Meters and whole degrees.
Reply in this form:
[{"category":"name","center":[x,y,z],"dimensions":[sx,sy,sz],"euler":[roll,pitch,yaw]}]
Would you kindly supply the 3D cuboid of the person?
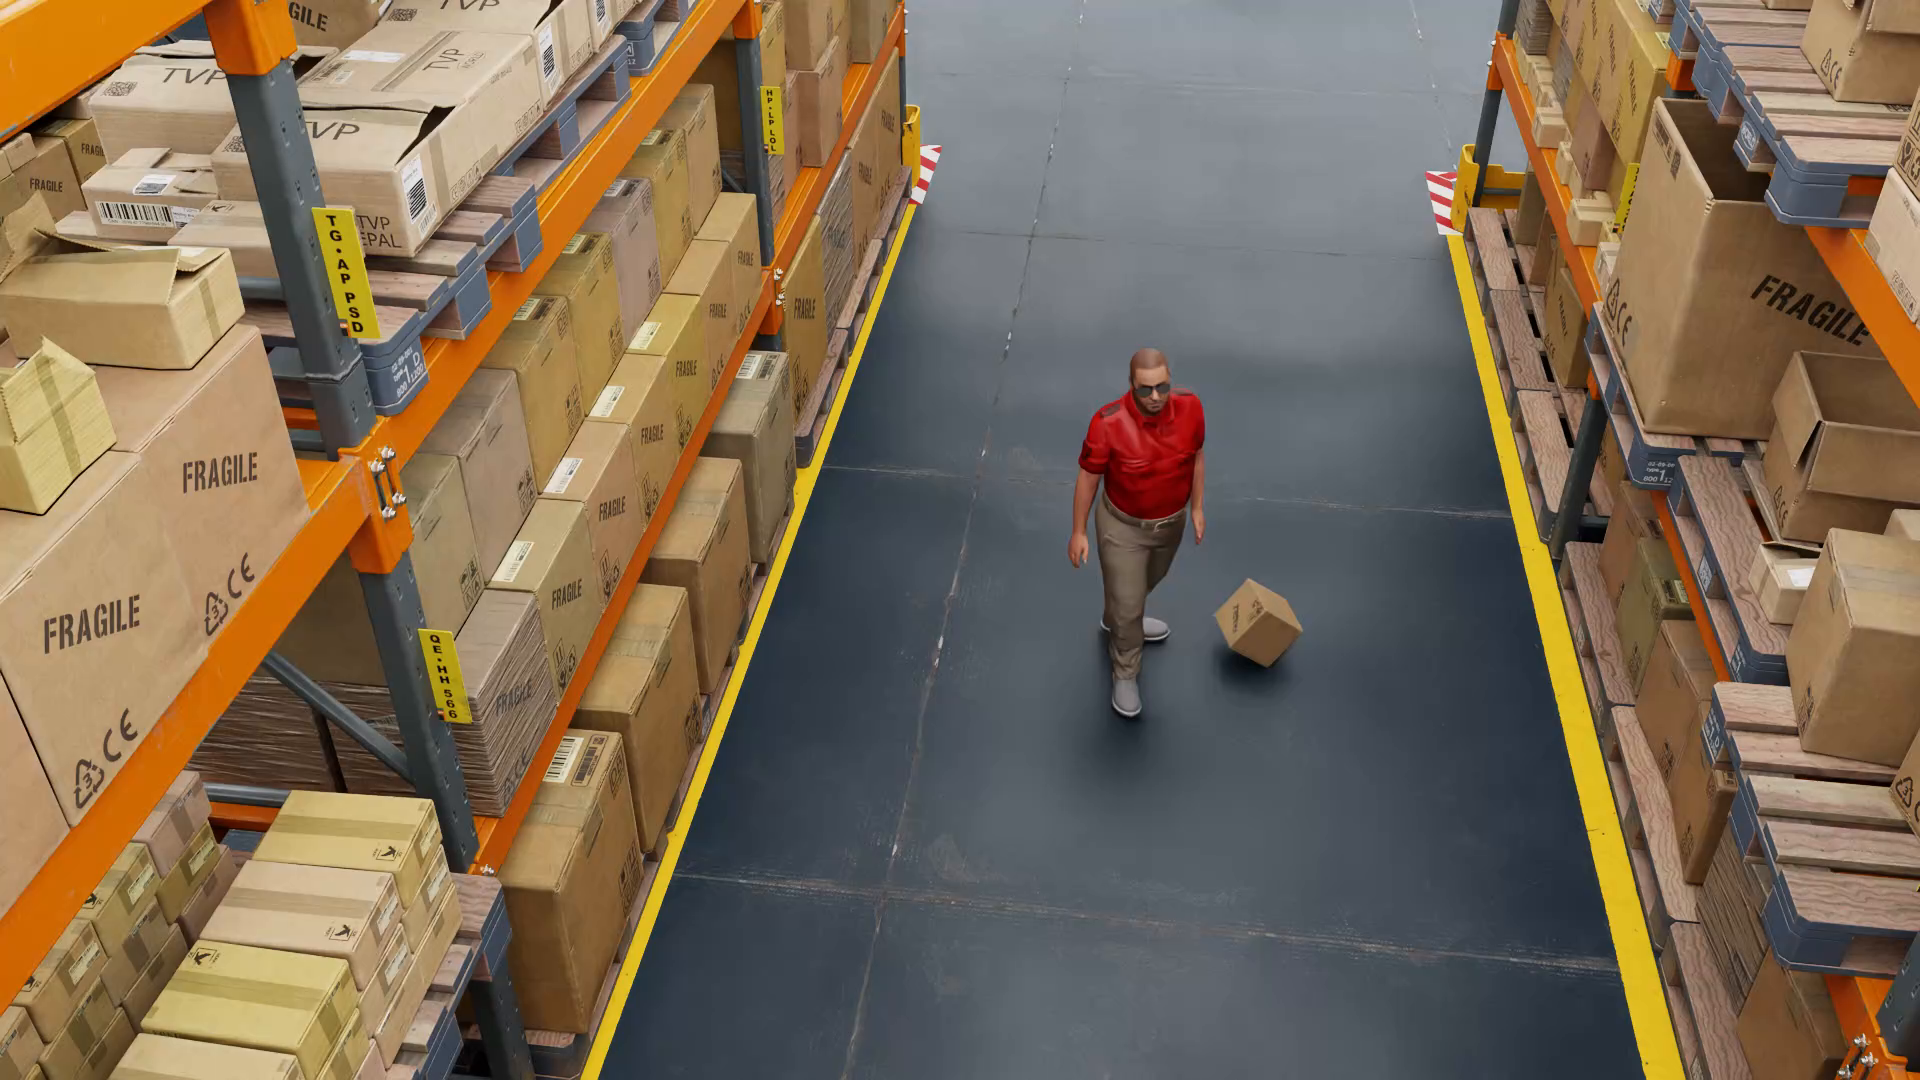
[{"category":"person","center":[0.756,-0.094,7.189],"dimensions":[0.626,1.716,0.626],"euler":[-16,39,-21]}]
